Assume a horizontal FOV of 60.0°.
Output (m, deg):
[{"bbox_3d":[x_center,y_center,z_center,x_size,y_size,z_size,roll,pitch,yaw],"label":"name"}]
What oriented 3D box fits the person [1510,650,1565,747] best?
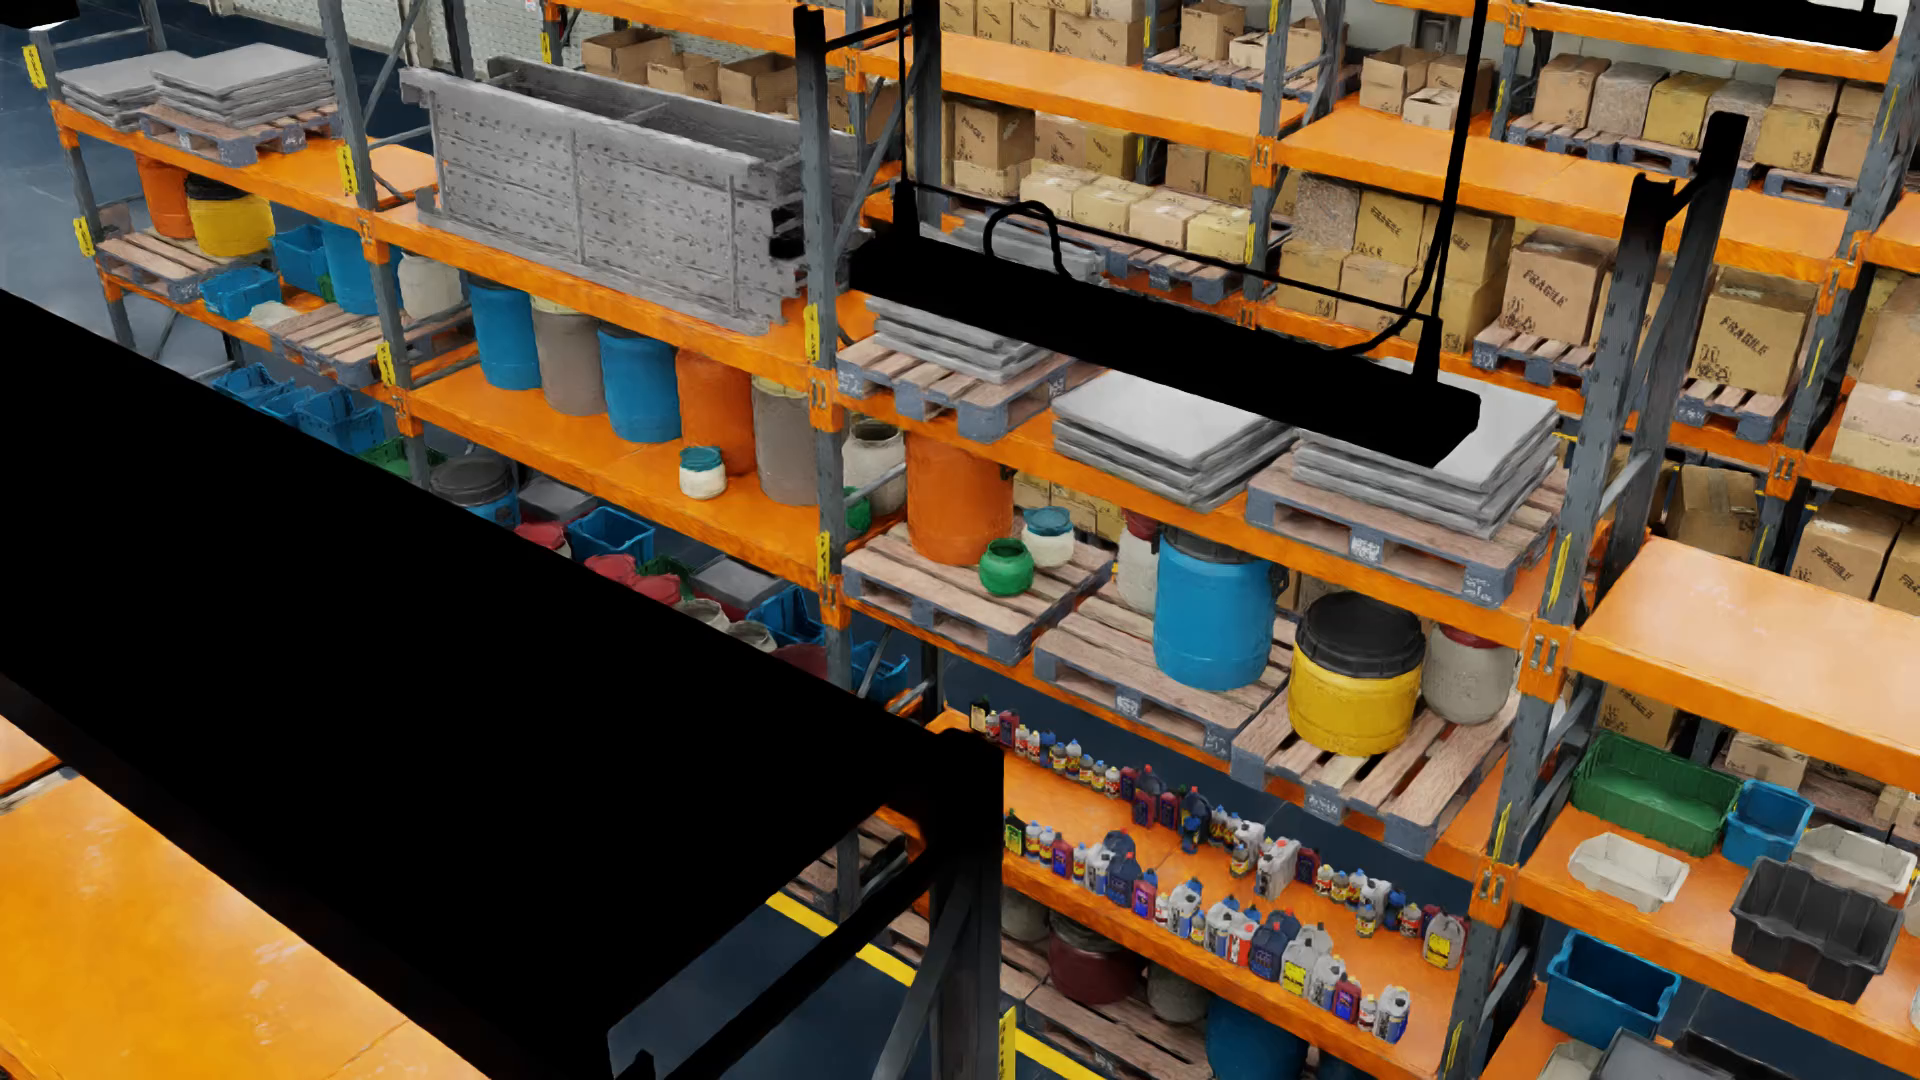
[{"bbox_3d":[3.973,1.176,11.703,1.115,1.672,0.547,21,37,30],"label":"person"}]
